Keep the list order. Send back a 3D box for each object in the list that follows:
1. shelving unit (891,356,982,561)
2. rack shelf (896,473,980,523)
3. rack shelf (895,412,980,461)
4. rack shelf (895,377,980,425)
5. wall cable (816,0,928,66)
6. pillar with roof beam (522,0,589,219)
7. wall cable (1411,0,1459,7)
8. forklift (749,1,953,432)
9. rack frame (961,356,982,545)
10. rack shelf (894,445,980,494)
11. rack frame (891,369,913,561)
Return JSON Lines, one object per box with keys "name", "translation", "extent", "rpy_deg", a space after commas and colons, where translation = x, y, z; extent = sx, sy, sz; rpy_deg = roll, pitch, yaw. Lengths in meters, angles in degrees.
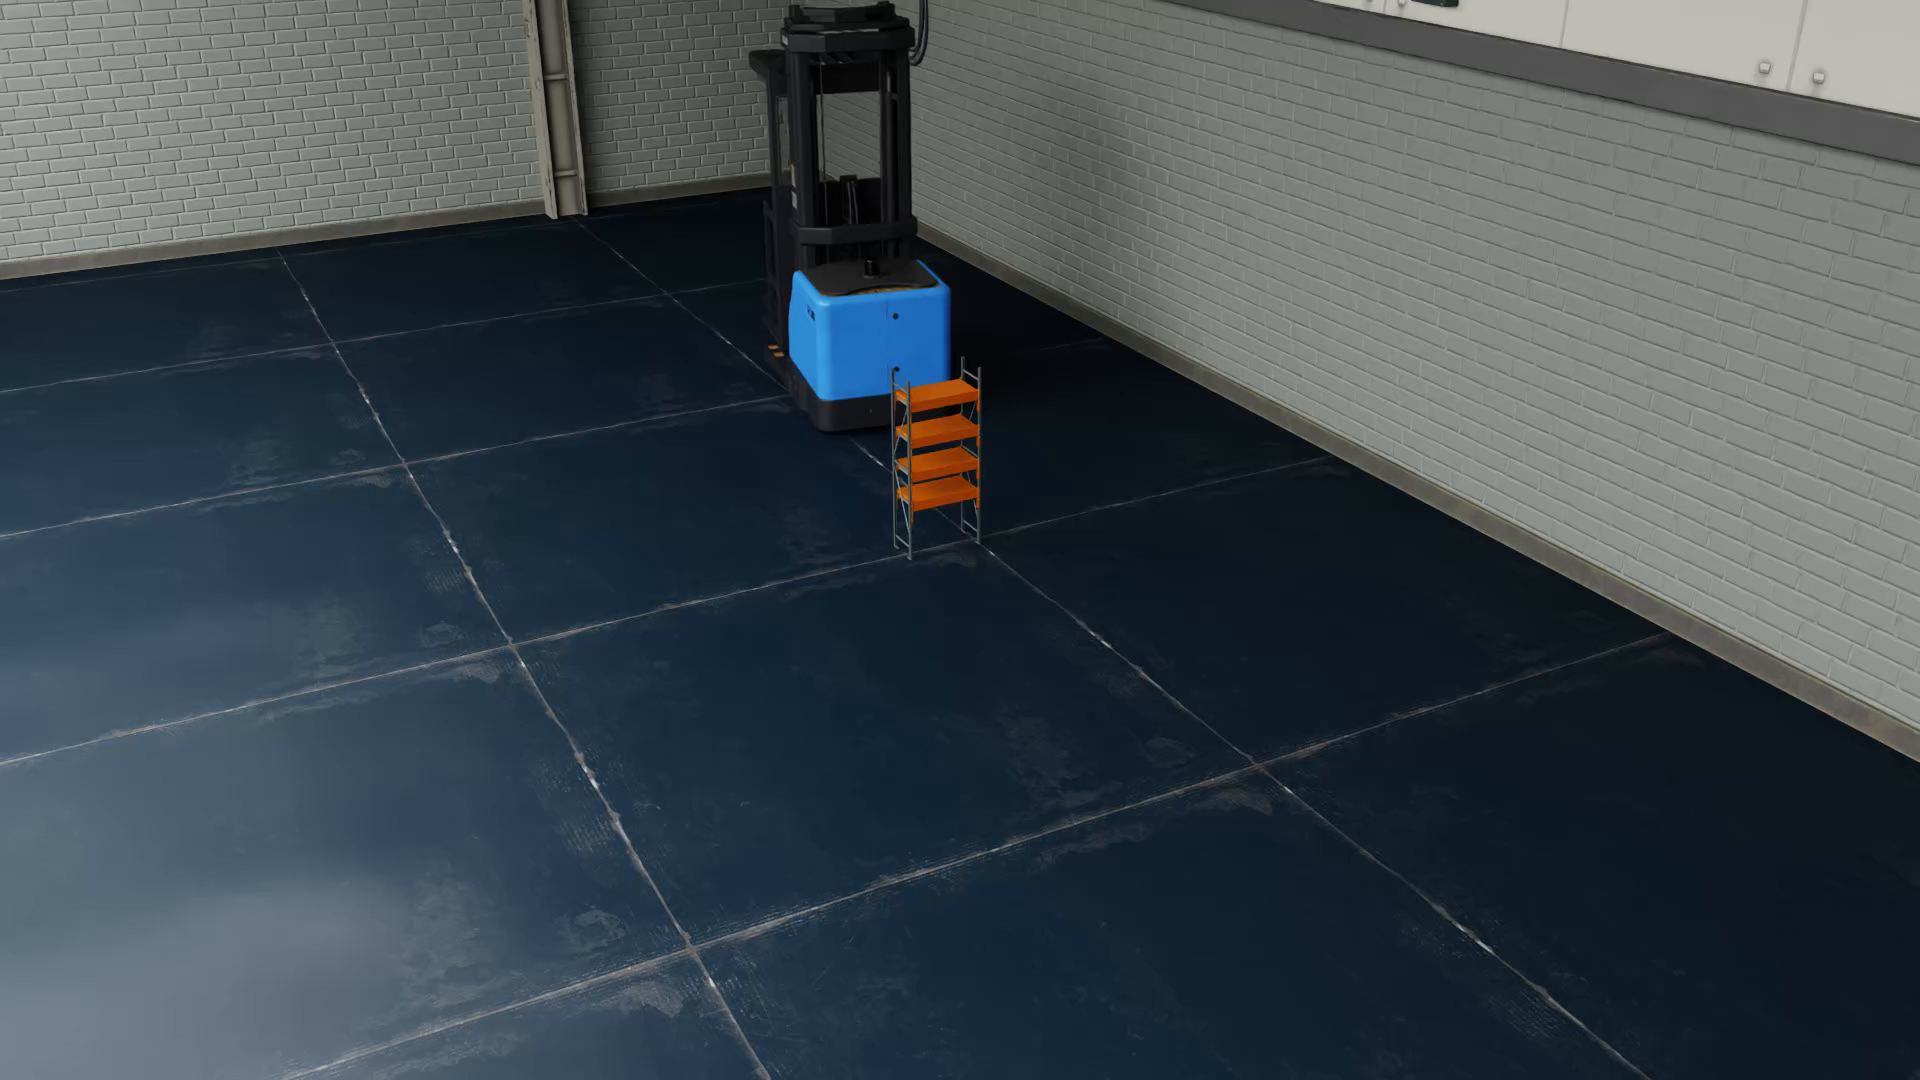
{"name": "shelving unit", "translation": [-0.146, -0.507, 10.420], "extent": [0.503, 1.200, 0.258], "rpy_deg": [-13, 29, -25]}
{"name": "rack shelf", "translation": [-0.146, -0.268, 10.535], "extent": [0.480, 0.148, 0.258], "rpy_deg": [-13, 29, -25]}
{"name": "rack shelf", "translation": [-0.146, -0.648, 10.352], "extent": [0.480, 0.148, 0.258], "rpy_deg": [-13, 29, -25]}
{"name": "rack shelf", "translation": [-0.146, -0.861, 10.250], "extent": [0.480, 0.148, 0.258], "rpy_deg": [-13, 29, -25]}
{"name": "wall cable", "translation": [-1.077, -6.320, 17.104], "extent": [0.112, 2.526, 3.097], "rpy_deg": [-13, 29, -25]}
{"name": "pillar with roof beam", "translation": [-2.273, -5.980, 12.809], "extent": [0.400, 9.000, 9.100], "rpy_deg": [-13, 29, -25]}
{"name": "wall cable", "translation": [3.376, -5.624, 8.137], "extent": [0.169, 6.003, 2.305], "rpy_deg": [-13, 29, -25]}
{"name": "forklift", "translation": [-0.986, -2.736, 13.062], "extent": [1.130, 2.935, 3.031], "rpy_deg": [-8, 27, -16]}
{"name": "rack frame", "translation": [0.069, -0.557, 10.524], "extent": [0.015, 1.200, 0.240], "rpy_deg": [-13, 29, -25]}
{"name": "rack shelf", "translation": [-0.146, -0.447, 10.449], "extent": [0.480, 0.148, 0.258], "rpy_deg": [-13, 29, -25]}
{"name": "rack frame", "translation": [-0.361, -0.457, 10.317], "extent": [0.015, 1.200, 0.240], "rpy_deg": [-13, 29, -25]}
